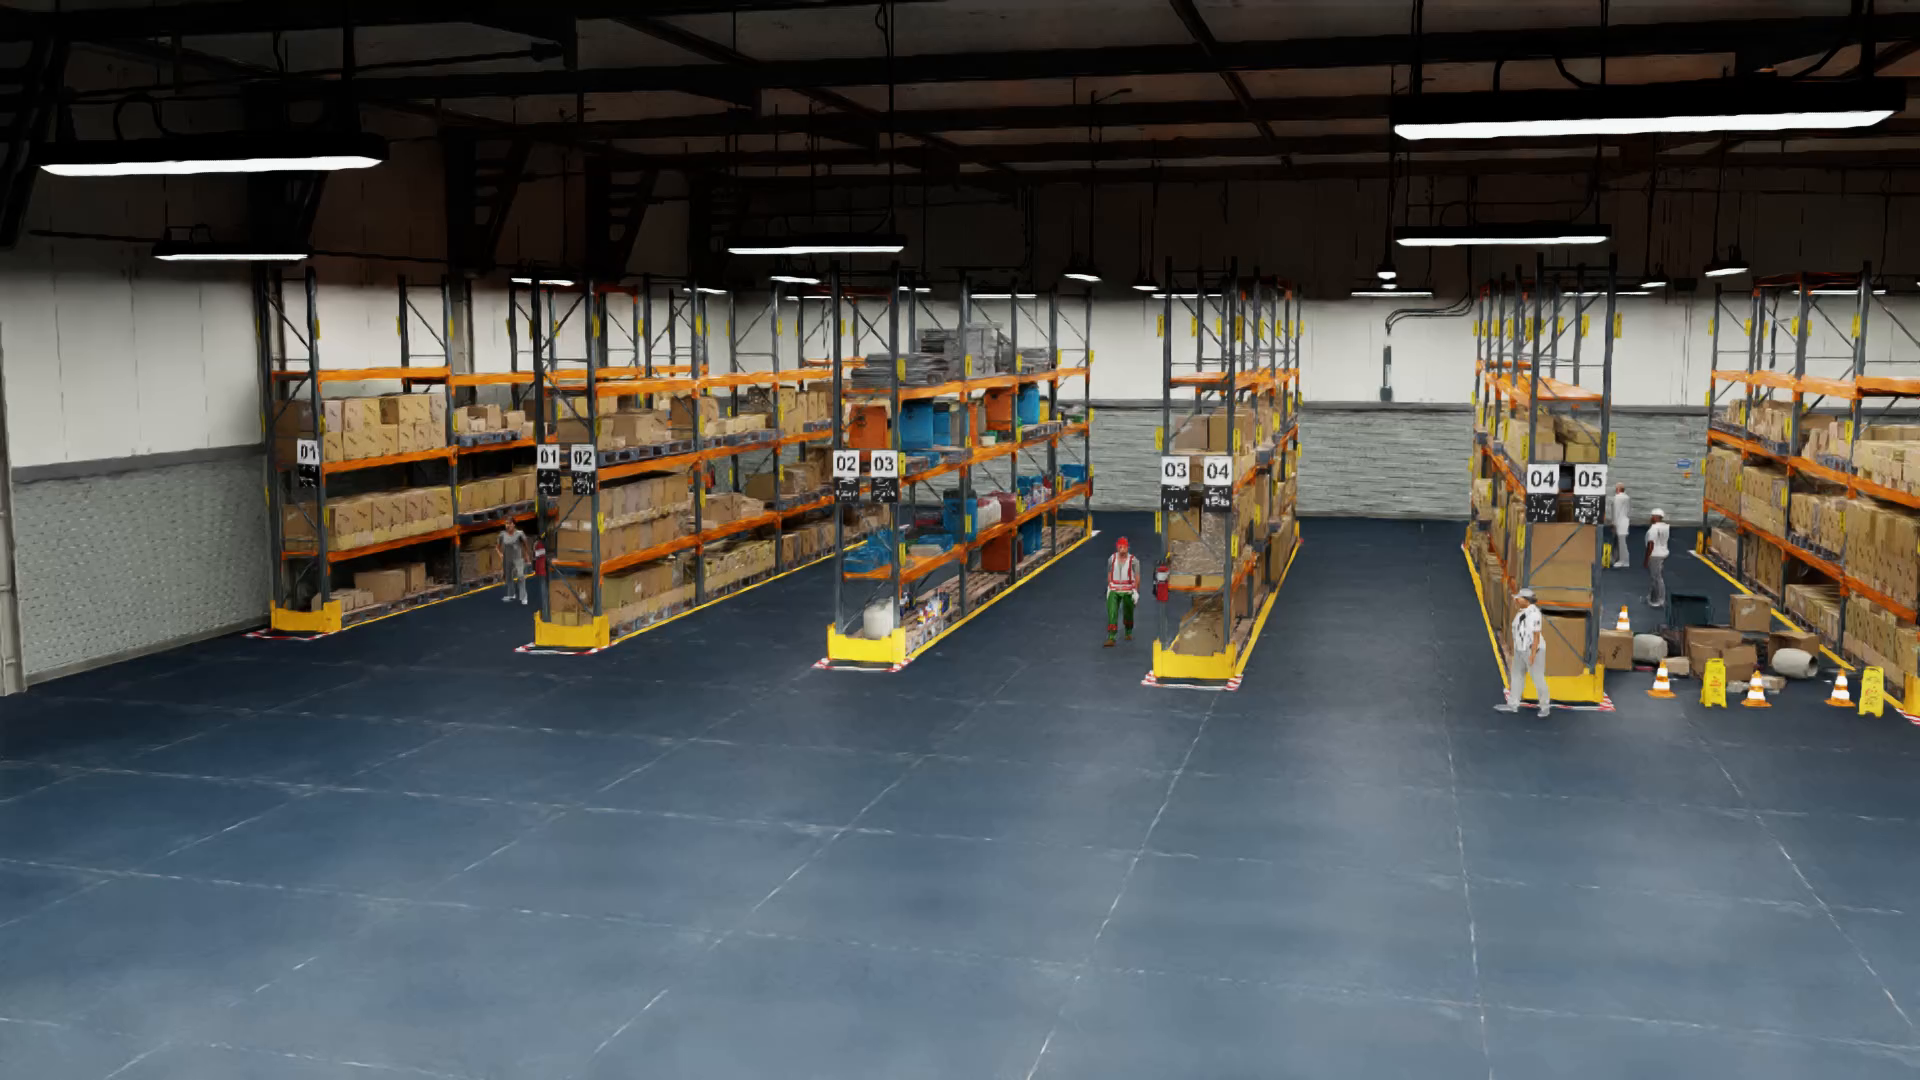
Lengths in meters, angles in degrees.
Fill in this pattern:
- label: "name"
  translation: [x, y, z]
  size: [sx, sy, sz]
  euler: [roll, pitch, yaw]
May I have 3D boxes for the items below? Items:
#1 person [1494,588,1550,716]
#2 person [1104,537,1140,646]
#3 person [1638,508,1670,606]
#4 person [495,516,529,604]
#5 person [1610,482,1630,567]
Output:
- label: "person"
  translation: [7.380, 1.444, 21.671]
  size: [0.609, 1.644, 0.615]
  euler: [-1, 7, -6]
- label: "person"
  translation: [2.573, 0.798, 26.357]
  size: [0.551, 1.707, 1.109]
  euler: [2, 7, 13]
- label: "person"
  translation: [12.596, 0.292, 30.165]
  size: [0.574, 1.764, 0.669]
  euler: [7, 10, 43]
- label: "person"
  translation: [-8.141, 0.349, 30.386]
  size: [0.609, 1.604, 0.814]
  euler: [0, 7, -2]
- label: "person"
  translation: [13.869, -0.342, 35.078]
  size: [0.641, 1.772, 0.691]
  euler: [5, 9, 35]
